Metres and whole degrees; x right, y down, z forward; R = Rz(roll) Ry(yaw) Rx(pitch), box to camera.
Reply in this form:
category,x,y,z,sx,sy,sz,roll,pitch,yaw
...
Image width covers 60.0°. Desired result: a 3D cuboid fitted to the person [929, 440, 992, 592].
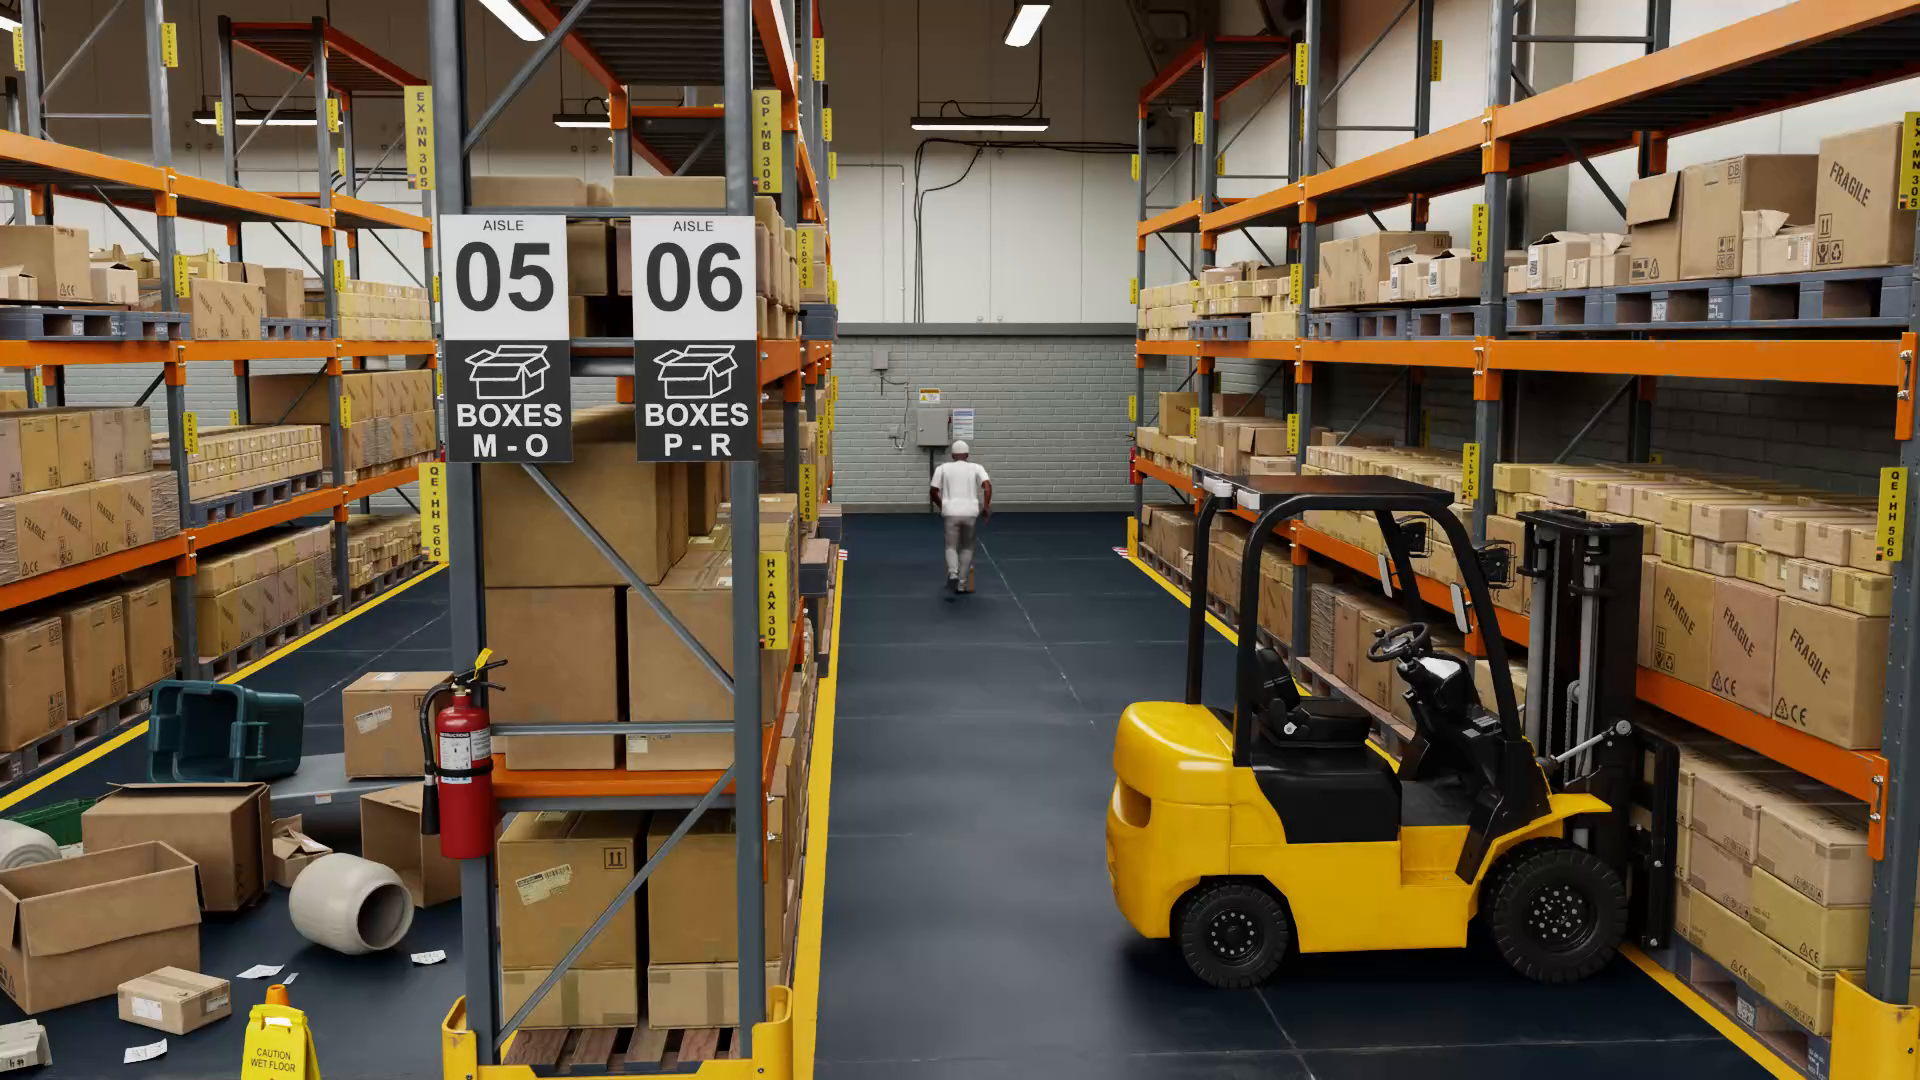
category,x,y,z,sx,sy,sz,roll,pitch,yaw
person,0.011,-0.247,18.525,0.676,1.696,0.849,-1,7,-5
